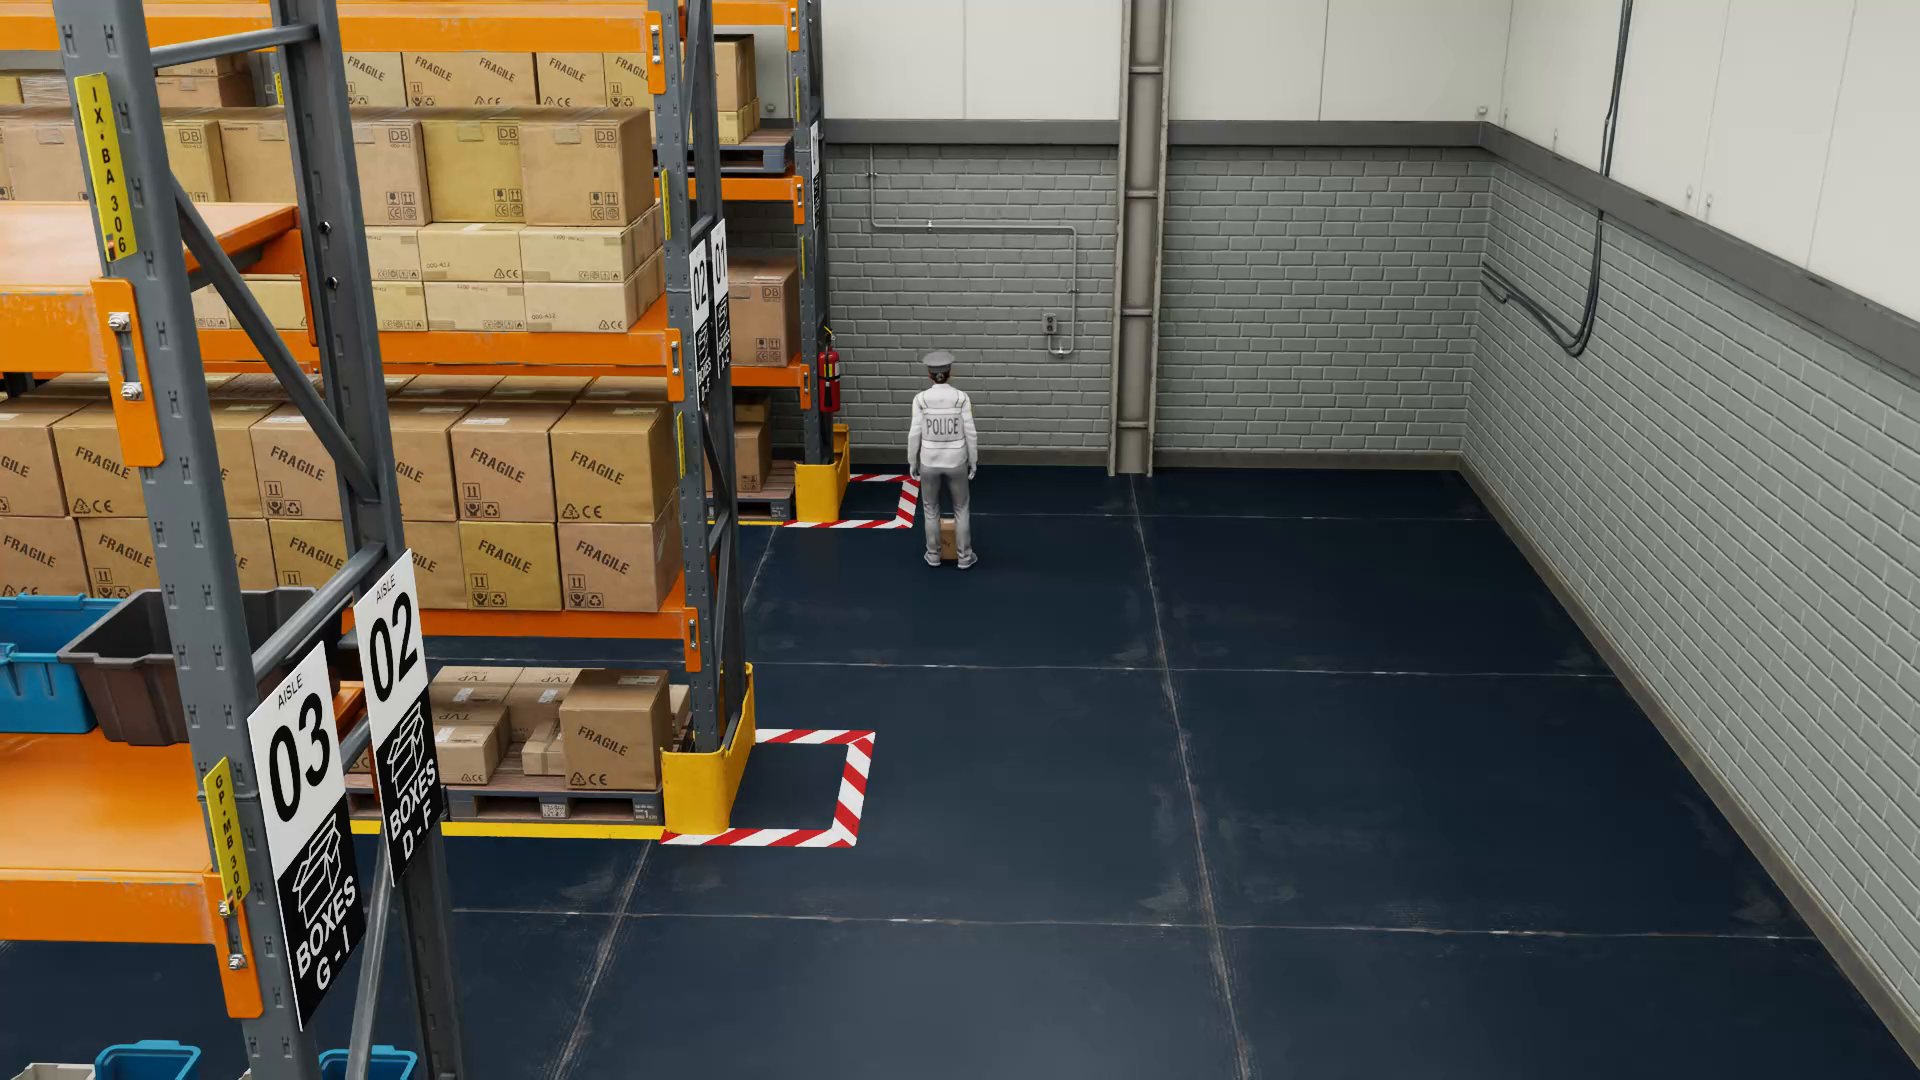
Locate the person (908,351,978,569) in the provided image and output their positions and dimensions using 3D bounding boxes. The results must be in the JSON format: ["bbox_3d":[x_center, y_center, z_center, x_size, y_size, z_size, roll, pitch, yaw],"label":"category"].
[{"bbox_3d":[-0.130,-0.588,12.616,0.535,1.662,0.414,0,21,-1],"label":"person"}]
